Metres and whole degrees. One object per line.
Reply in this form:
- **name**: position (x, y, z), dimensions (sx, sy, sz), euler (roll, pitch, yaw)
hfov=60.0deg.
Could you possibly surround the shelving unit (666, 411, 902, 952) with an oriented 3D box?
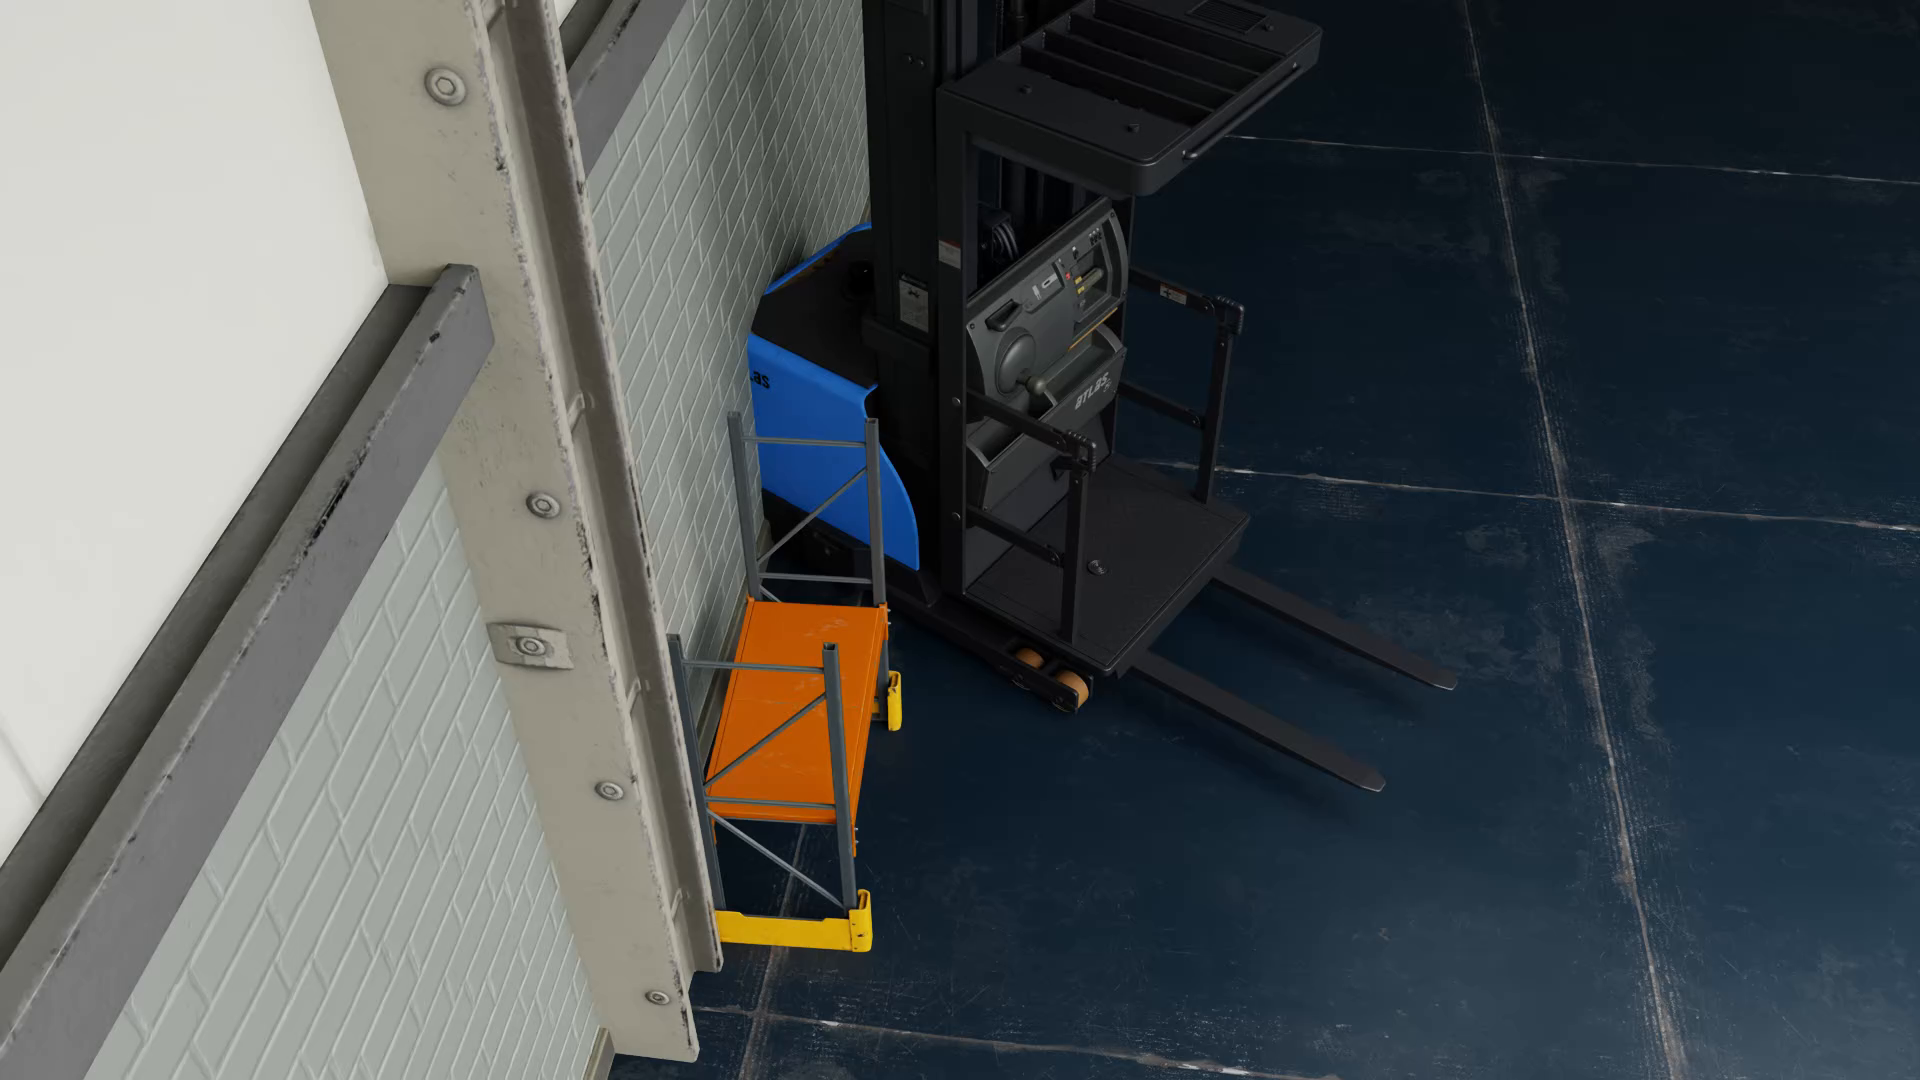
- **shelving unit**: position (-0.561, 0.495, 5.637), dimensions (0.587, 1.500, 1.083), euler (3, 44, 3)

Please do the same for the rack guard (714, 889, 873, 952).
- **rack guard**: position (-0.599, 1.290, 5.706), dimensions (0.587, 0.250, 0.087), euler (3, 44, 3)

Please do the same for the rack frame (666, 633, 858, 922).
- **rack frame**: position (-0.599, 0.837, 5.275), dimensions (0.500, 1.500, 0.032), euler (3, 44, 3)

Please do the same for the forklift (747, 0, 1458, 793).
- **forklift**: position (0.497, -0.806, 5.970), dimensions (3.031, 2.935, 1.130), euler (27, 50, 26)

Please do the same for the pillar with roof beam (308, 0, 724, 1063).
- **pillar with roof beam**: position (3.275, -1.315, 2.094), dimensions (9.100, 9.000, 0.400), euler (5, 44, 6)

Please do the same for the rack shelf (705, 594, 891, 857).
- **rack shelf**: position (-0.560, 0.619, 5.767), dimensions (0.538, 0.185, 1.000), euler (3, 44, 3)

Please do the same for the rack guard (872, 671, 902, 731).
- **rack guard**: position (-0.522, 0.607, 6.427), dimensions (0.587, 0.250, 0.087), euler (3, 44, 3)

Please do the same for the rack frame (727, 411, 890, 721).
- **rack frame**: position (-0.521, 0.140, 6.011), dimensions (0.500, 1.500, 0.032), euler (3, 44, 3)
